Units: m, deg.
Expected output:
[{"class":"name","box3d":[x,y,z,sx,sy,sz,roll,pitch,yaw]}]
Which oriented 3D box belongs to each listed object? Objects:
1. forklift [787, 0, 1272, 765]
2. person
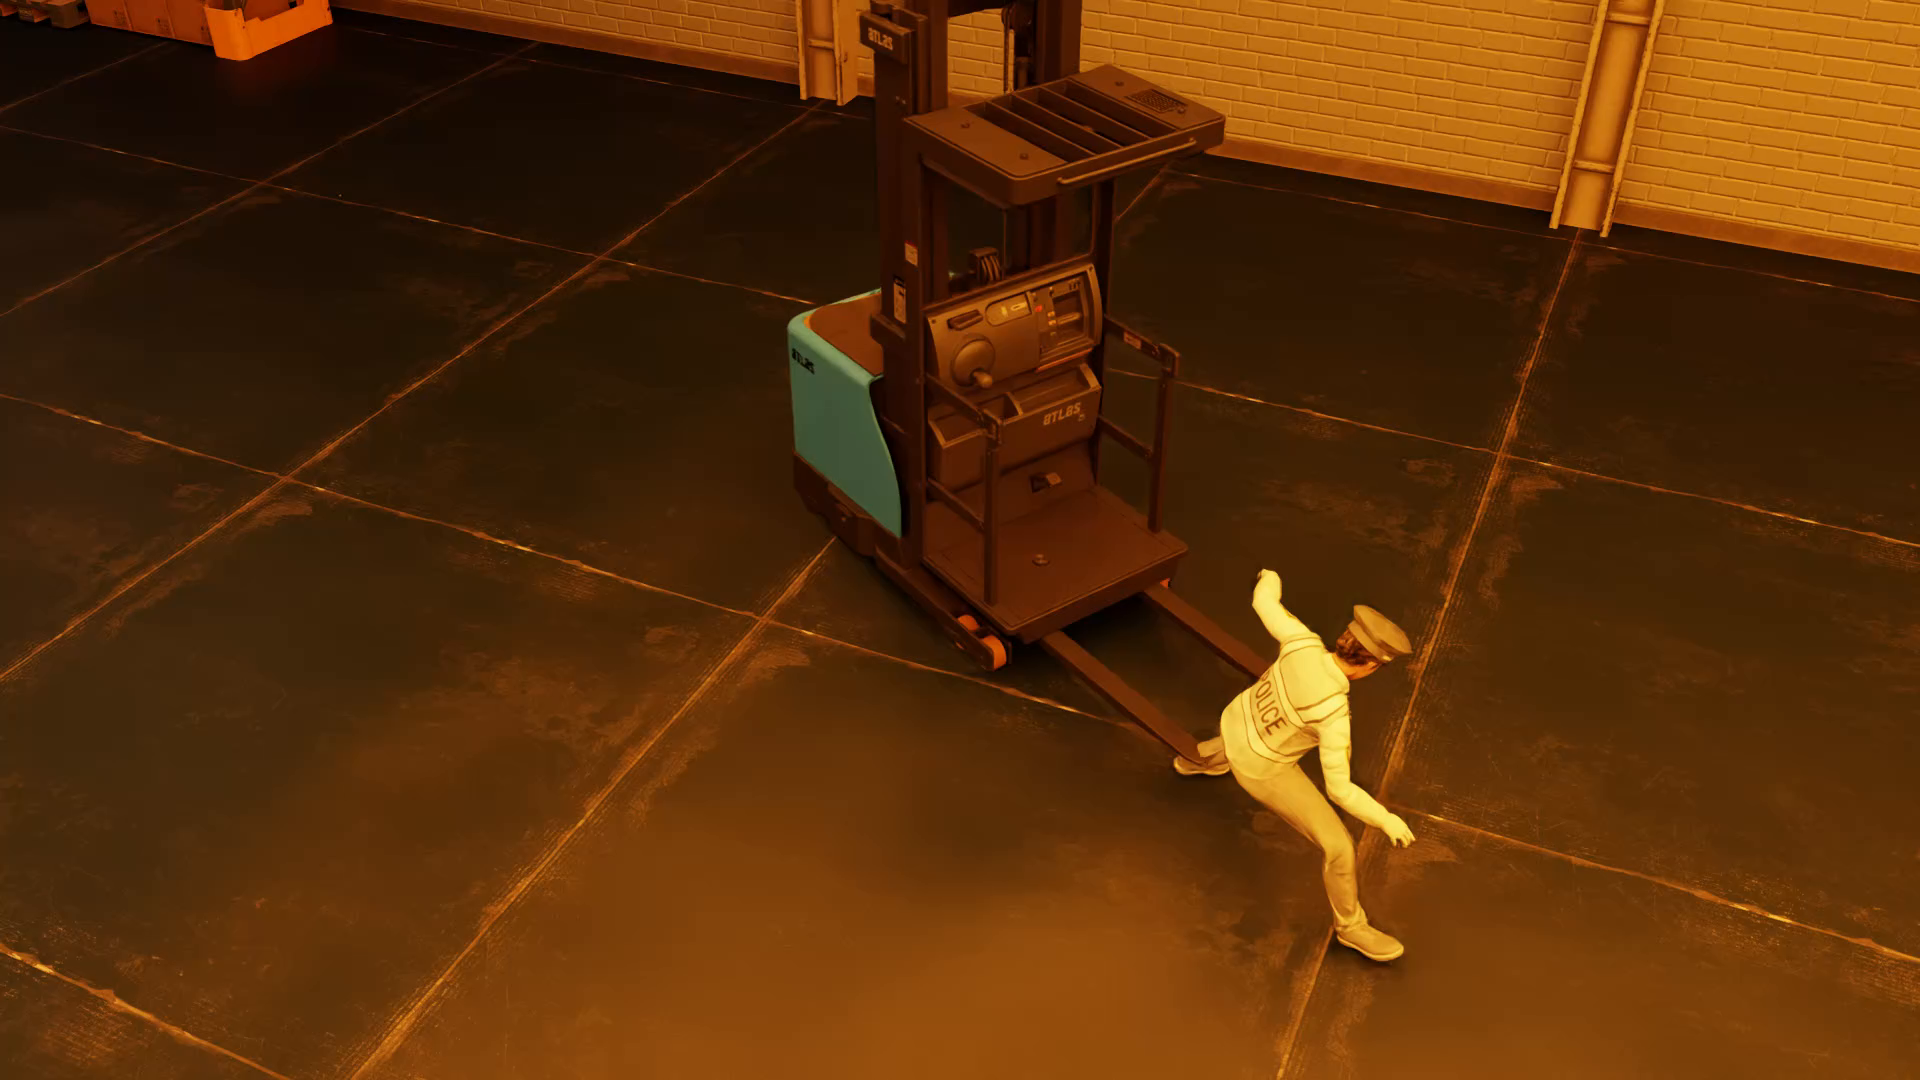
[{"class":"forklift","box3d":[0.383,-0.904,7.354,1.130,2.935,3.031,-23,41,-28]},{"class":"person","box3d":[1.297,0.746,6.371,0.705,1.397,1.200,-2,36,-2]}]
